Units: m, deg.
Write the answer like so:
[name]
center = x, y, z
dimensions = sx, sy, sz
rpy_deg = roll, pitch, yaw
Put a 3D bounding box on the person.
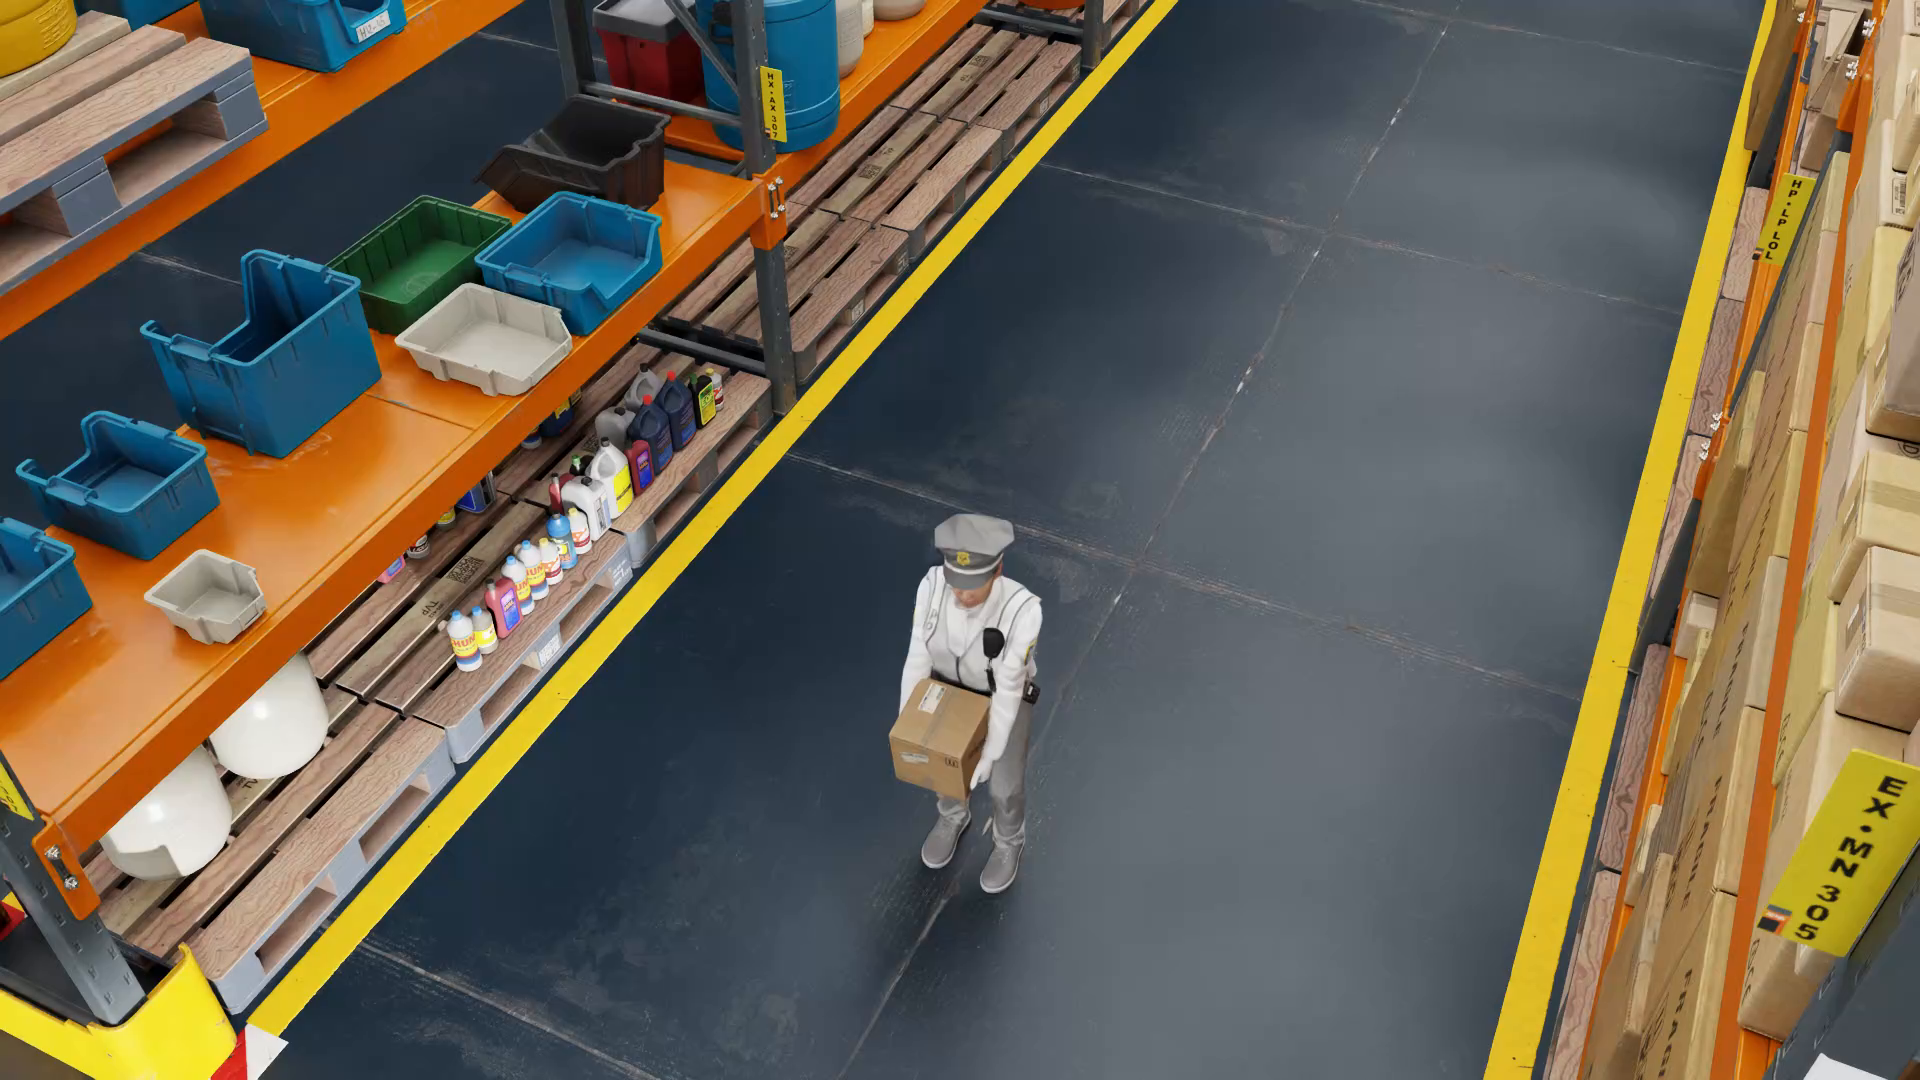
[person]
center = 0.038, 0.583, 5.524
dimensions = 0.416, 1.665, 0.540
rpy_deg = 17, 45, 18
